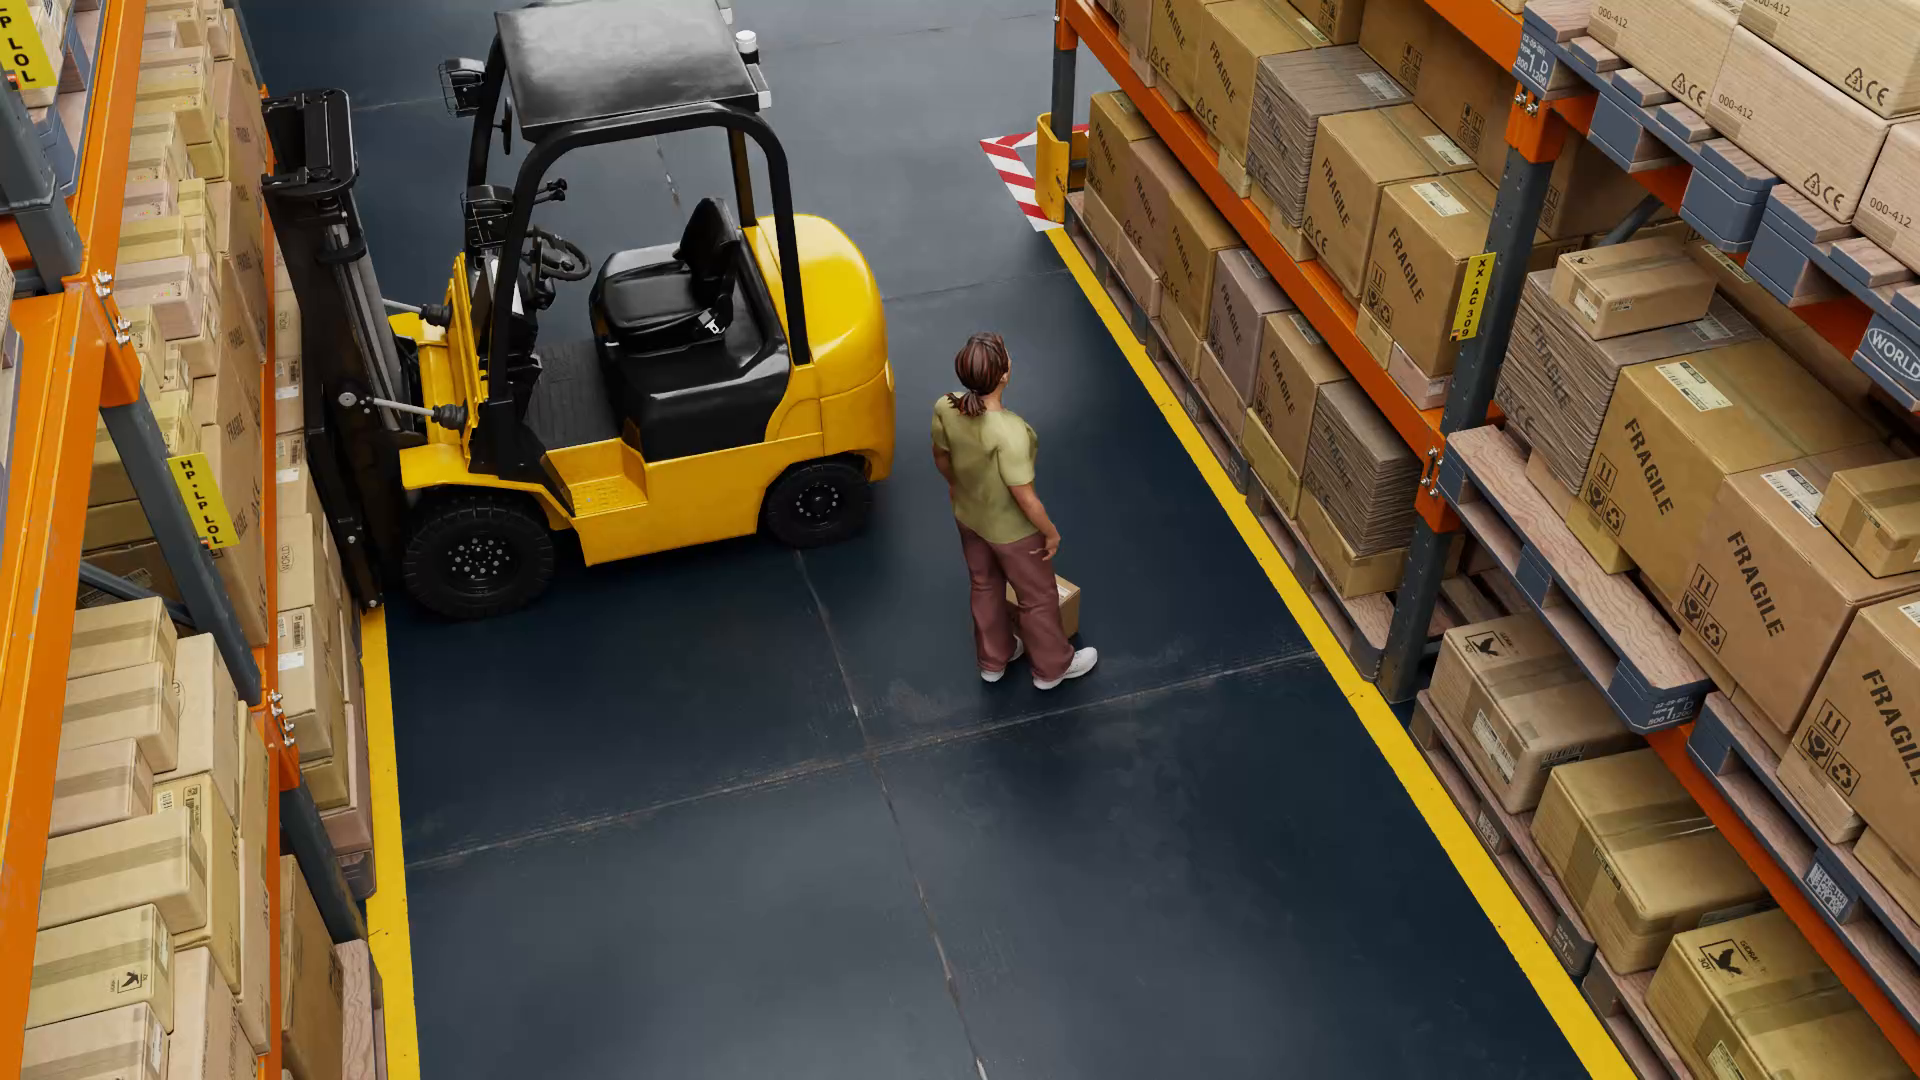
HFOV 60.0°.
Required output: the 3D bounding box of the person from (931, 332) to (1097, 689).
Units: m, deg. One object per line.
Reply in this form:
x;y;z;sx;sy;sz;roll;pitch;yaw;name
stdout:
0.196;-0.111;6.270;0.554;1.677;0.549;33;52;31;person
